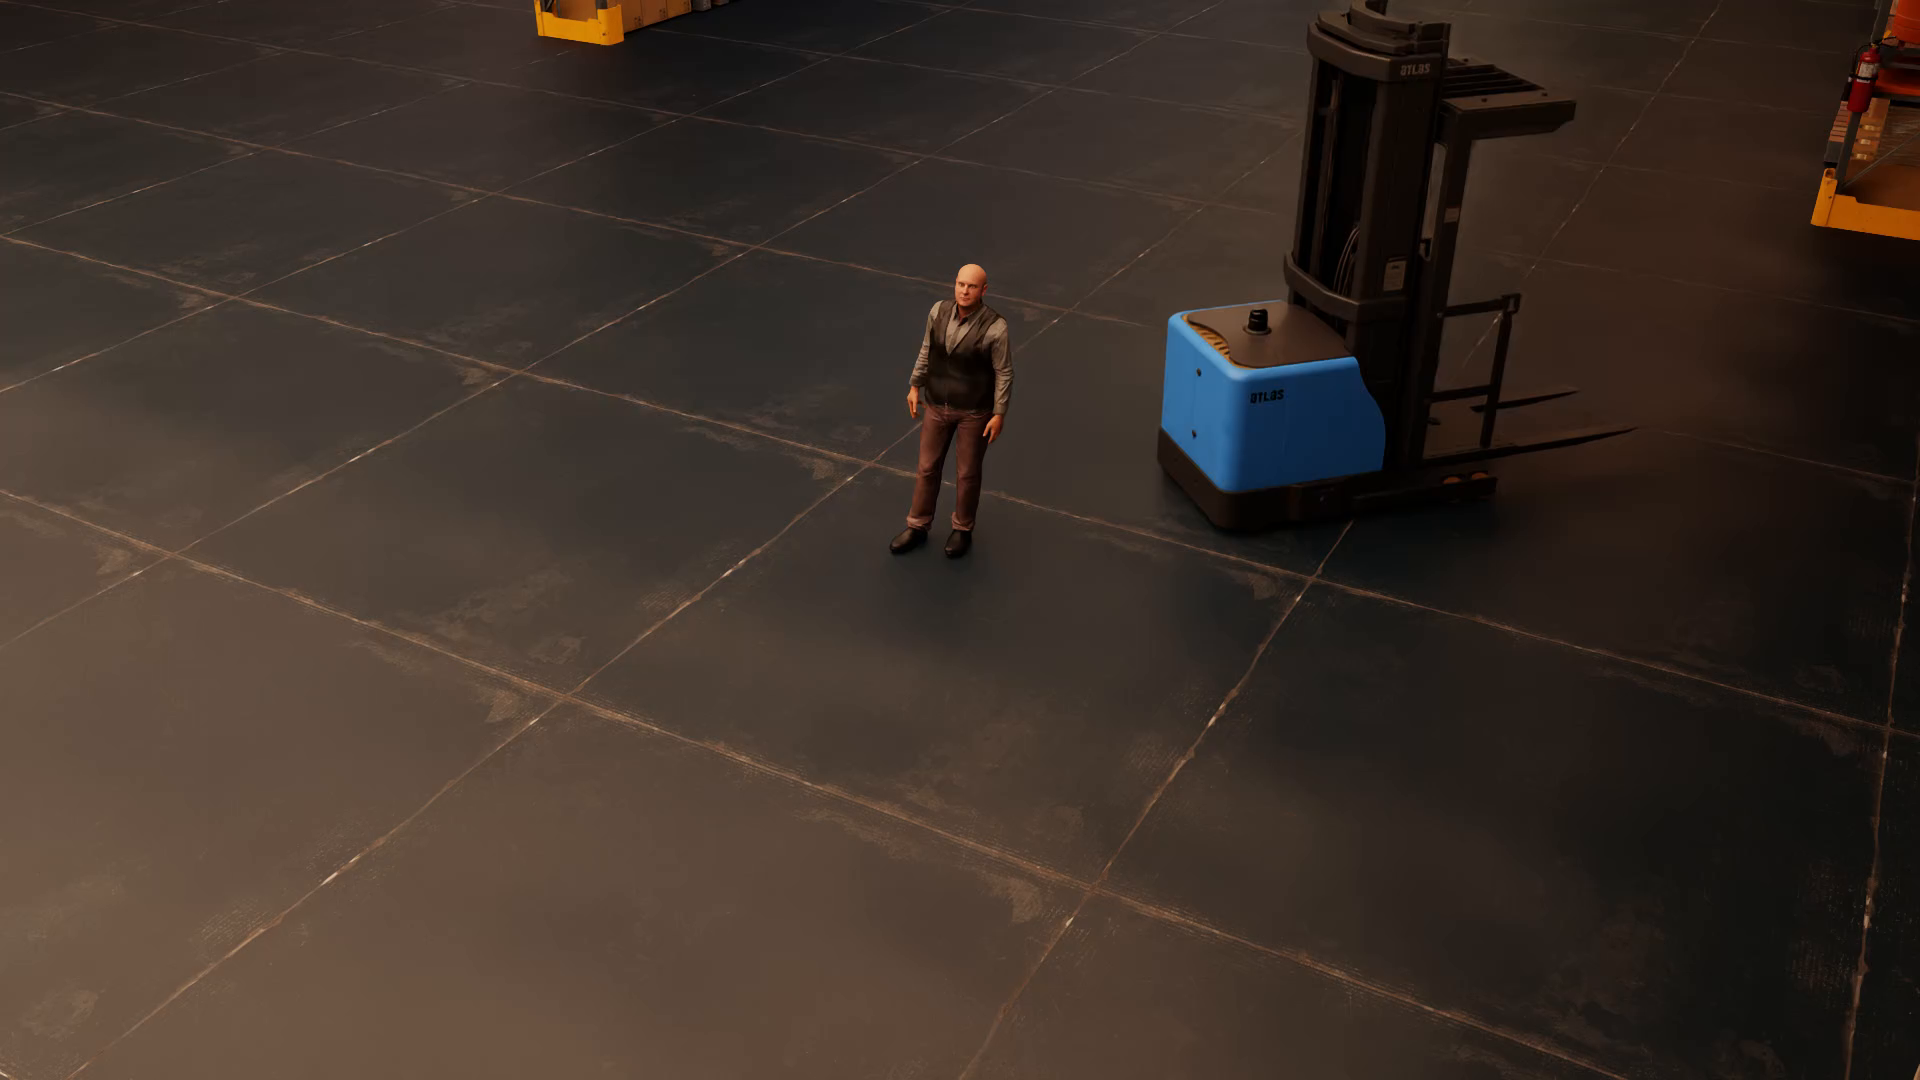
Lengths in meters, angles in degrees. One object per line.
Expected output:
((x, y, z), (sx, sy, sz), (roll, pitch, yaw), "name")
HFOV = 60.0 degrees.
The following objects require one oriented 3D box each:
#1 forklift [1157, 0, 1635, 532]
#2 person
((2.849, -1.738, 10.083), (3.031, 2.935, 1.130), (-9, 31, -15), "forklift")
((-0.041, -0.723, 9.519), (0.633, 1.721, 0.551), (15, 33, 25), "person")
